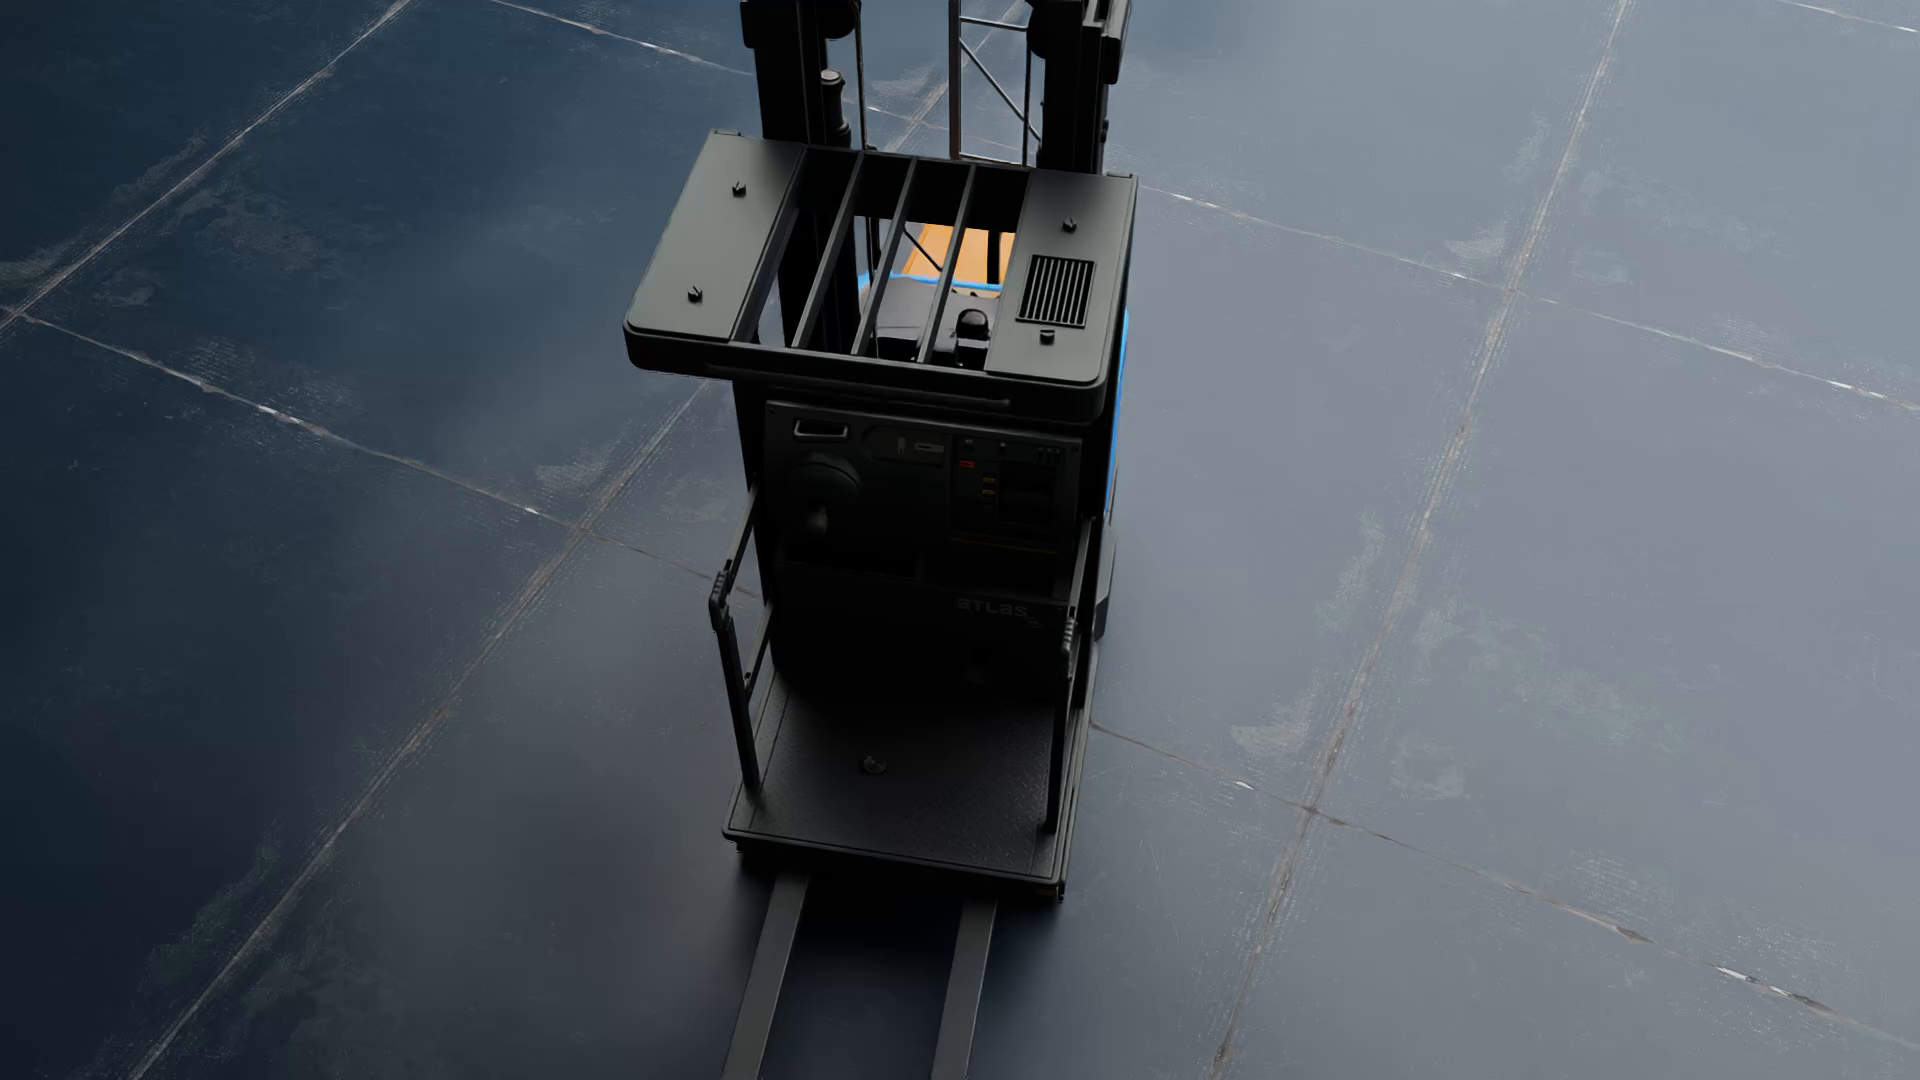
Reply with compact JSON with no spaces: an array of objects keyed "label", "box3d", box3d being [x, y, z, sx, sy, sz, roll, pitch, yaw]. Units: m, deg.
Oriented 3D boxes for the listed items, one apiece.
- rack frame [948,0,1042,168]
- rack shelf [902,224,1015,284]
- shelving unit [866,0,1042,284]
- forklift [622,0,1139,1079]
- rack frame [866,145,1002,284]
[{"label":"rack frame","box3d":[0.199,-1.560,6.908,0.500,1.500,0.032,13,51,11]},{"label":"rack shelf","box3d":[0.052,-1.073,6.730,0.538,0.185,1.000,13,51,11]},{"label":"shelving unit","box3d":[0.054,-1.196,6.598,0.587,1.500,1.083,13,51,11]},{"label":"forklift","box3d":[-0.148,-0.070,4.700,1.130,2.935,3.031,8,50,6]},{"label":"rack frame","box3d":[-0.096,-0.819,6.277,0.500,1.500,0.032,13,51,11]}]
